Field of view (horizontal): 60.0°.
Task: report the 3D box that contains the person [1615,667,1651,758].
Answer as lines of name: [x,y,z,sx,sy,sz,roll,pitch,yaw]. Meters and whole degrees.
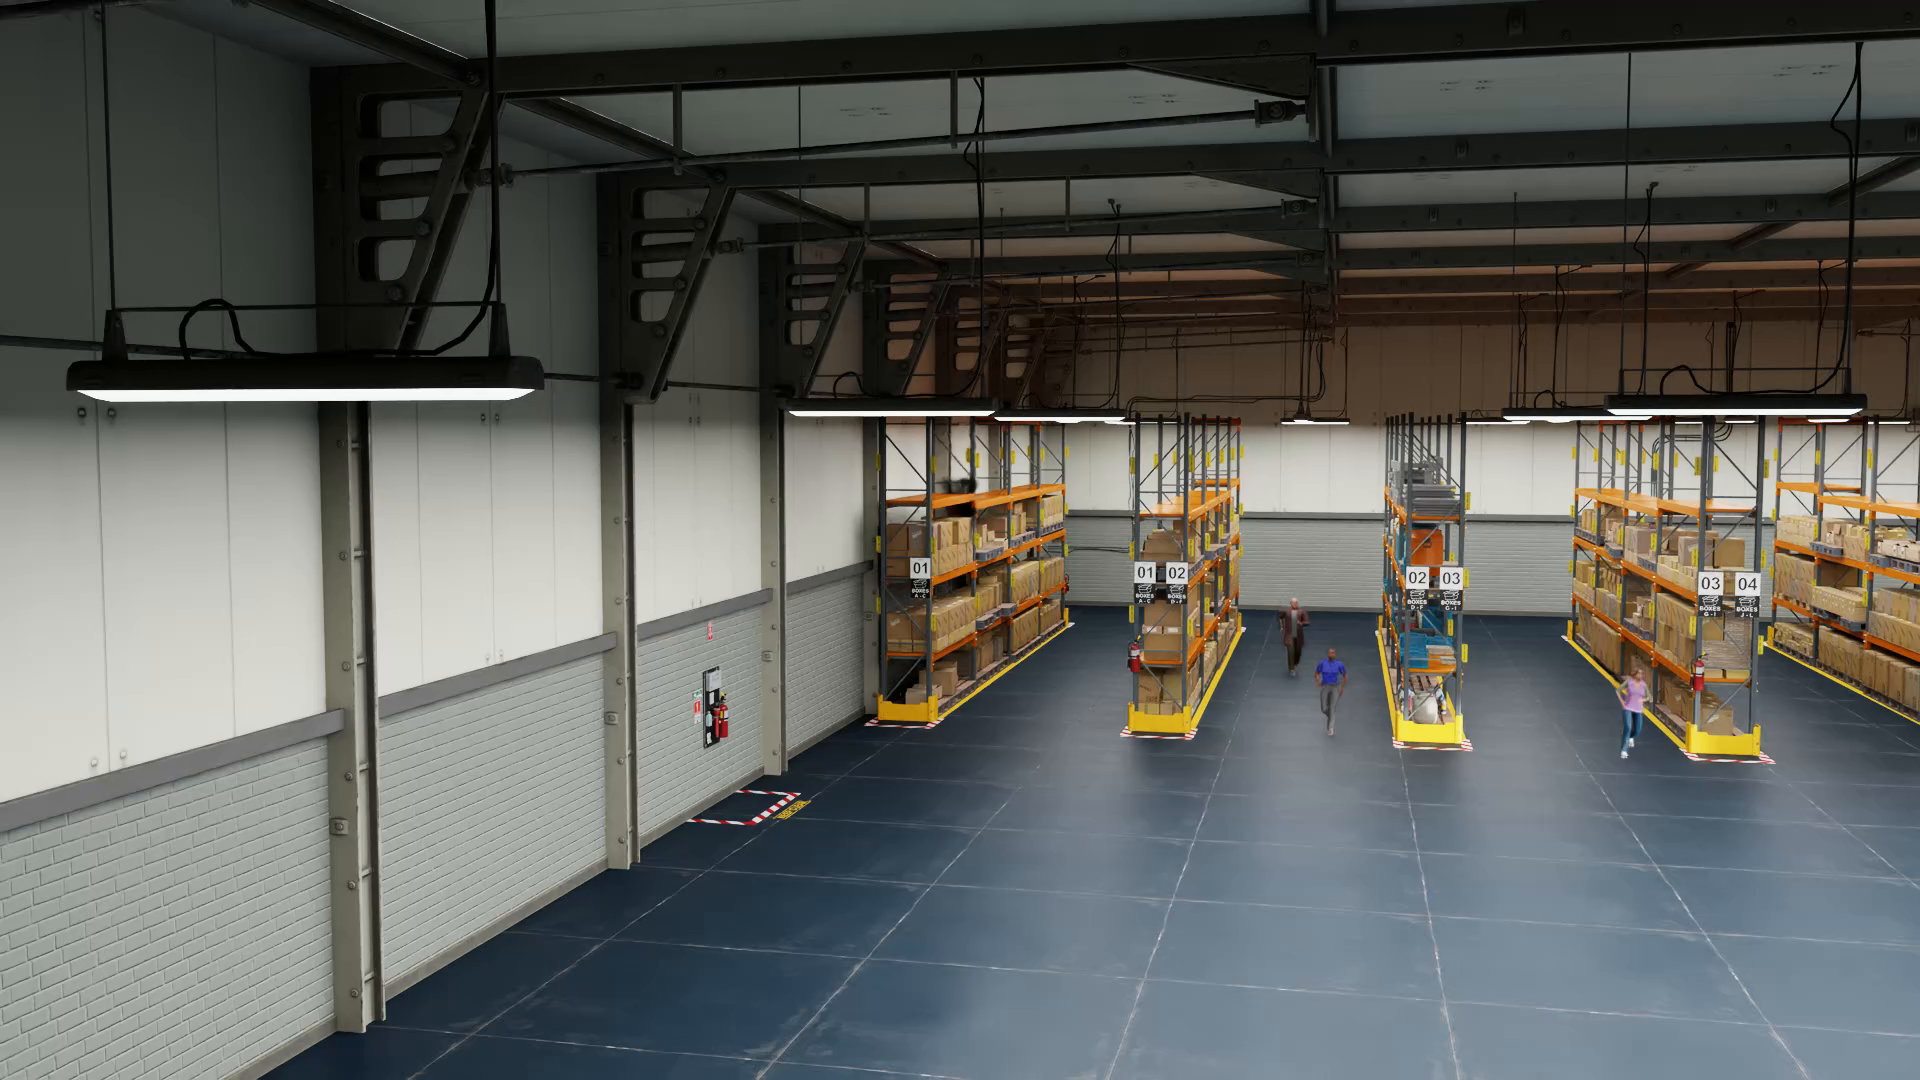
person: [11.795,2.999,29.117,0.567,1.568,0.760,0,4,5]

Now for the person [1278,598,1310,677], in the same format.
person: [7.699,2.213,38.348,0.704,1.761,1.065,0,4,5]

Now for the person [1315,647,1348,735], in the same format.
person: [6.955,2.817,31.215,0.609,1.627,0.523,2,4,21]
